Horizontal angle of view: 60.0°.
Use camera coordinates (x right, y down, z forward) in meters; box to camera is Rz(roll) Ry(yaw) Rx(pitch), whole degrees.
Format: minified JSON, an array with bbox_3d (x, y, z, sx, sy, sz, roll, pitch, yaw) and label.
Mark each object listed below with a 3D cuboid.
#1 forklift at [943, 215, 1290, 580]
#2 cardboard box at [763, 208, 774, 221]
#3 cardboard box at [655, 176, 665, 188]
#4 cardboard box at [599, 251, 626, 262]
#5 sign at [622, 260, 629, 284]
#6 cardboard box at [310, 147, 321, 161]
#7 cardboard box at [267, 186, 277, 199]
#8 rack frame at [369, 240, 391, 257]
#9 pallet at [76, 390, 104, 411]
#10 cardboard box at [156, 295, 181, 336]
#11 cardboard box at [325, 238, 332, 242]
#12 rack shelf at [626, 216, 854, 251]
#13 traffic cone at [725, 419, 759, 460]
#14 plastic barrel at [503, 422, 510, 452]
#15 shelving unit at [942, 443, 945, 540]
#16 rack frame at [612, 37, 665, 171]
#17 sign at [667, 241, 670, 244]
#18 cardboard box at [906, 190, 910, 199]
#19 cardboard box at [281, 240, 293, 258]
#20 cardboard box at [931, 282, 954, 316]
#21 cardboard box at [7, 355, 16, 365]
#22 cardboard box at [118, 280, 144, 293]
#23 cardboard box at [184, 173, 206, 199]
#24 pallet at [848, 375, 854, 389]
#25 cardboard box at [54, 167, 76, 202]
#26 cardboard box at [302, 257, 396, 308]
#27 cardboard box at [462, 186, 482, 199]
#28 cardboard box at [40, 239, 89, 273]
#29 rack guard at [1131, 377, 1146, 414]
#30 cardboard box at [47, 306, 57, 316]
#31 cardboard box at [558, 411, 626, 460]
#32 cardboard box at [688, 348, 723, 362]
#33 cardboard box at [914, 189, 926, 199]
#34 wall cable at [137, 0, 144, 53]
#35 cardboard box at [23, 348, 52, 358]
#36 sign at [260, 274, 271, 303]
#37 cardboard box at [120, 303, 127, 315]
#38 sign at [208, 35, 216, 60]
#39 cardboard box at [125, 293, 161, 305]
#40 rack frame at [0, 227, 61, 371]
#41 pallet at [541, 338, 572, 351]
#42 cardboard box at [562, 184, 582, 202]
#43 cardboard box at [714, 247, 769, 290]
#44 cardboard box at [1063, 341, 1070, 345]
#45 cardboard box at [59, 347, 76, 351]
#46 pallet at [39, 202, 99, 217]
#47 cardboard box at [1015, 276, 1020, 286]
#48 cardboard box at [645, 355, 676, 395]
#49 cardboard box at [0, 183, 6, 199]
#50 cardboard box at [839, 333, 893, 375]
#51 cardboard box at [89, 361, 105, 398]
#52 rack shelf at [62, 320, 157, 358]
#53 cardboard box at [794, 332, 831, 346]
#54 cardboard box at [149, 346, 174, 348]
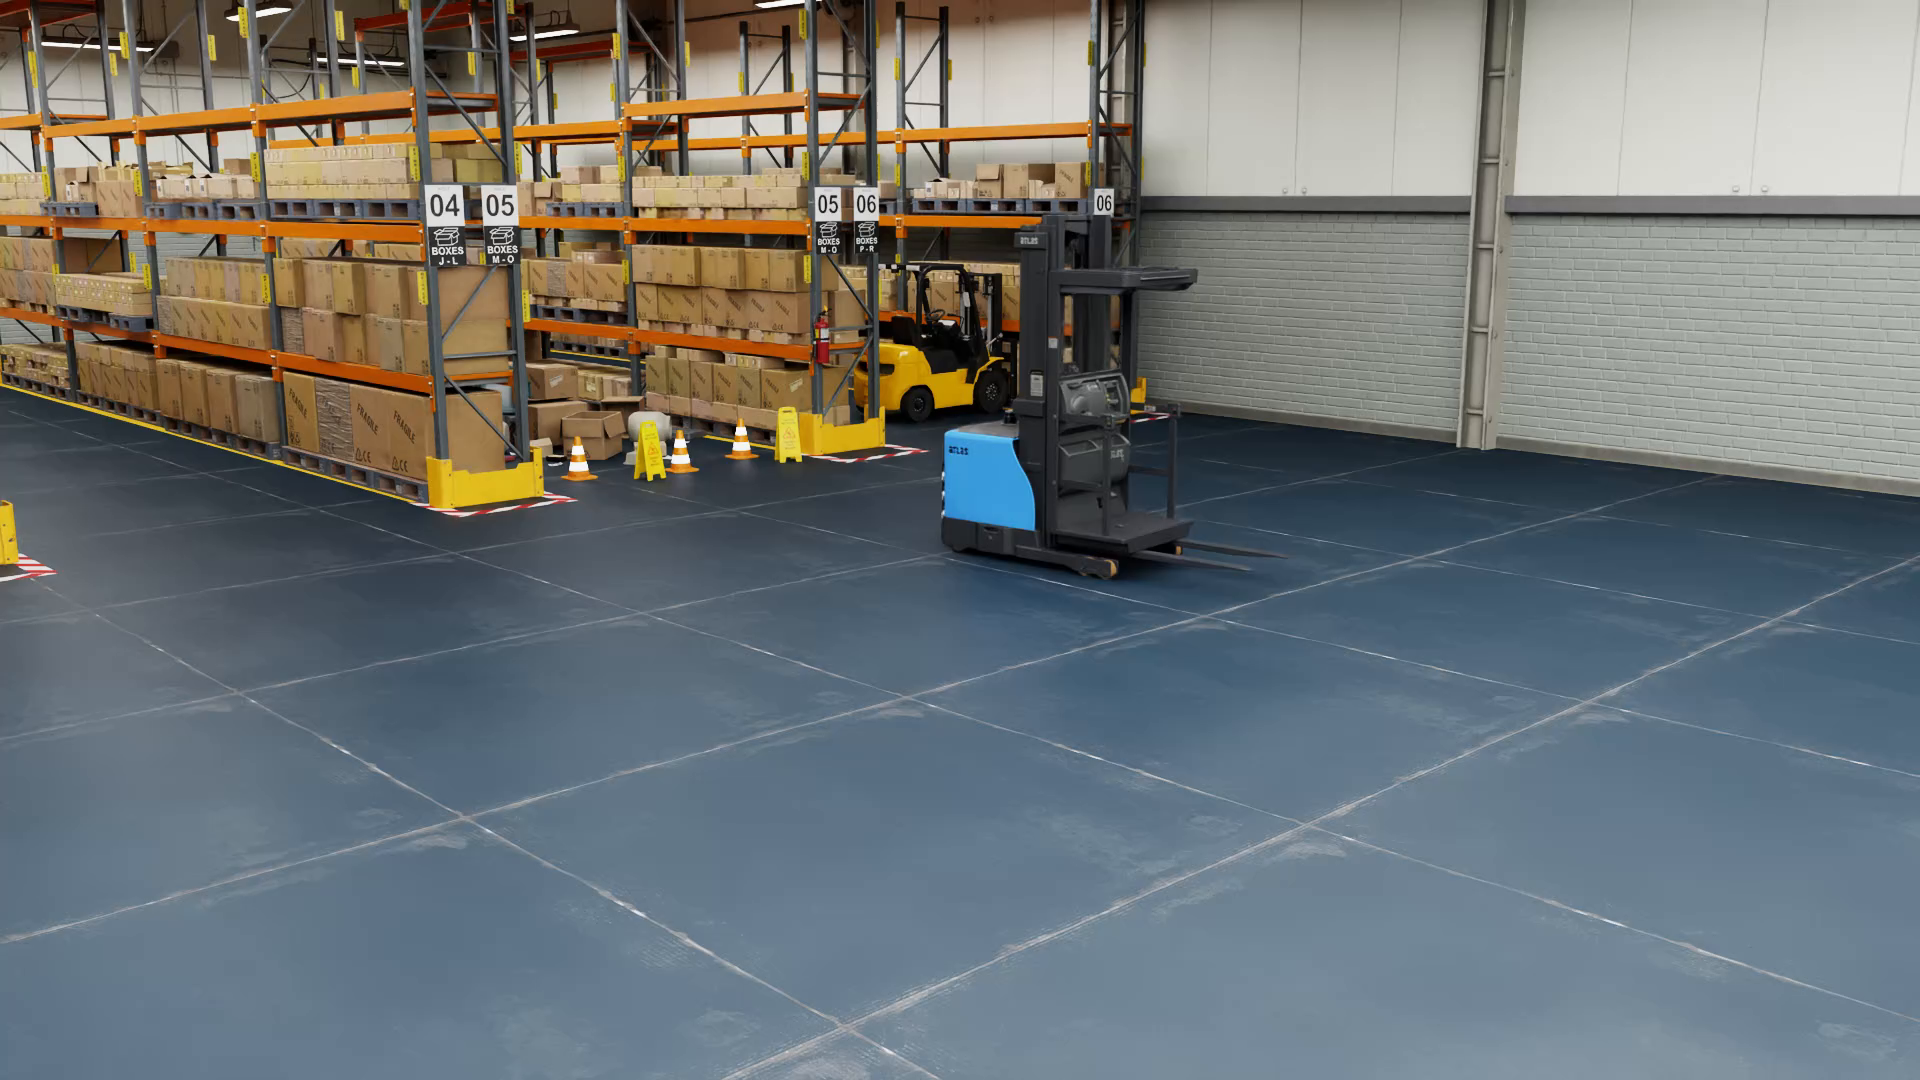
[{"bbox_3d":[1.304,-1.230,13.955,3.031,2.935,1.130,9,15,39],"label":"forklift"},{"bbox_3d":[-2.211,-4.026,20.545,0.380,0.149,0.250,-10,15,-41],"label":"cardboard box"},{"bbox_3d":[-3.812,-4.746,22.067,0.250,0.149,0.380,11,16,43],"label":"cardboard box"},{"bbox_3d":[-5.064,-4.155,24.351,0.380,0.149,0.250,-10,15,-39],"label":"cardboard box"},{"bbox_3d":[-4.569,-3.664,22.732,0.100,0.325,0.005,-11,16,-43],"label":"sign"},{"bbox_3d":[-6.795,-4.176,18.008,0.380,0.149,0.250,-11,16,-43],"label":"cardboard box"},{"bbox_3d":[-7.675,-3.971,18.989,0.380,0.149,0.250,-11,16,-43],"label":"cardboard box"},{"bbox_3d":[-9.695,-4.342,28.893,1.000,3.000,0.127,-11,16,-43],"label":"rack frame"},{"bbox_3d":[-12.667,-2.159,25.205,1.003,0.211,1.213,-11,16,-43],"label":"pallet"},{"bbox_3d":[-10.328,-3.000,22.130,0.500,0.500,0.500,-11,16,-42],"label":"cardboard box"},{"bbox_3d":[-11.156,-5.429,29.832,0.380,0.149,0.250,-11,16,-43],"label":"cardboard box"},{"bbox_3d":[-2.789,-4.000,21.580,1.077,0.370,4.000,-11,16,-43],"label":"rack shelf"},{"bbox_3d":[-2.638,-1.232,20.081,0.336,0.463,0.334,-11,16,-43],"label":"traffic cone"},{"bbox_3d":[-5.788,-1.257,20.301,0.512,0.421,0.421,-1,12,-4],"label":"plastic barrel"},{"bbox_3d":[-0.006,-0.442,15.165,0.258,0.900,0.210,-11,16,-43],"label":"shelving unit"},{"bbox_3d":[-6.108,-7.973,31.648,1.000,3.000,0.127,-11,16,-43],"label":"rack frame"},{"bbox_3d":[-5.709,-5.680,32.514,0.100,0.325,0.005,-11,16,-43],"label":"sign"},{"bbox_3d":[-1.027,-5.619,26.991,0.380,0.149,0.250,-11,16,-43],"label":"cardboard box"},{"bbox_3d":[-12.332,-5.355,31.083,0.500,0.500,0.500,-11,16,-44],"label":"cardboard box"},{"bbox_3d":[-0.094,-3.741,25.728,0.500,0.500,0.500,-11,16,-42],"label":"cardboard box"},{"bbox_3d":[-15.643,-3.017,27.746,0.380,0.149,0.250,-11,16,-43],"label":"cardboard box"},{"bbox_3d":[-11.285,-3.473,22.780,0.380,0.149,0.250,-11,16,-43],"label":"cardboard box"},{"bbox_3d":[-9.402,-4.450,20.914,0.500,0.311,0.500,-11,16,-44],"label":"cardboard box"},{"bbox_3d":[-1.120,-2.603,27.363,1.003,0.211,1.213,-11,16,-43],"label":"pallet"},{"bbox_3d":[-13.023,-5.291,24.776,0.700,0.500,0.500,-11,16,-42],"label":"cardboard box"},{"bbox_3d":[-6.987,-2.950,19.087,0.875,0.550,0.550,-11,16,-43],"label":"cardboard box"},{"bbox_3d":[-4.923,-3.582,17.103,0.380,0.149,0.250,-11,16,-42],"label":"cardboard box"},{"bbox_3d":[-13.726,-4.353,25.483,0.500,0.500,0.500,11,16,43],"label":"cardboard box"},{"bbox_3d":[2.196,-2.056,23.988,1.175,0.500,0.348,-11,16,-43],"label":"rack guard"},{"bbox_3d":[-13.829,-3.546,25.652,0.250,0.149,0.380,11,16,44],"label":"cardboard box"},{"bbox_3d":[-4.452,-1.272,20.177,0.637,0.503,0.797,1,12,6],"label":"cardboard box"},{"bbox_3d":[-3.371,-2.455,22.039,0.380,0.149,0.250,-10,15,-39],"label":"cardboard box"},{"bbox_3d":[-0.493,-5.360,25.733,0.380,0.149,0.250,-10,16,-41],"label":"cardboard box"},{"bbox_3d":[-17.707,-11.378,33.306,2.355,3.000,0.029,-11,16,-43],"label":"wall cable"},{"bbox_3d":[-15.077,-3.054,27.190,0.380,0.149,0.250,-10,15,-40],"label":"cardboard box"},{"bbox_3d":[-8.066,-2.922,19.324,0.100,0.325,0.005,-11,16,-43],"label":"sign"},{"bbox_3d":[-11.286,-3.181,22.839,0.380,0.149,0.250,-11,16,-43],"label":"cardboard box"},{"bbox_3d":[-10.044,-6.605,22.303,0.100,0.325,0.005,-11,16,-43],"label":"sign"},{"bbox_3d":[-11.113,-3.291,22.635,0.380,0.149,0.250,-10,16,-41],"label":"cardboard box"},{"bbox_3d":[-15.968,-4.222,28.307,1.000,3.000,0.127,-11,16,-43],"label":"rack frame"},{"bbox_3d":[-8.266,-4.125,34.750,1.003,0.211,1.213,-11,16,-43],"label":"pallet"},{"bbox_3d":[-5.376,-4.990,23.936,0.500,0.250,0.500,-11,16,-42],"label":"cardboard box"},{"bbox_3d":[-2.689,-3.455,21.121,0.700,0.500,0.500,-11,16,-43],"label":"cardboard box"},{"bbox_3d":[1.637,-2.801,24.707,0.500,0.250,0.500,-11,16,-42],"label":"cardboard box"},{"bbox_3d":[-14.556,-3.084,27.334,0.250,0.149,0.380,11,16,43],"label":"cardboard box"},{"bbox_3d":[-12.856,-4.910,24.681,1.213,0.211,1.003,-11,16,-43],"label":"pallet"},{"bbox_3d":[1.023,-3.811,24.460,0.250,0.149,0.380,11,16,43],"label":"cardboard box"},{"bbox_3d":[-3.958,-2.277,22.785,0.500,0.500,0.500,-10,15,-40],"label":"cardboard box"},{"bbox_3d":[-15.151,-5.610,26.747,0.500,0.250,0.500,-11,16,-42],"label":"cardboard box"},{"bbox_3d":[-1.482,-3.099,27.701,0.875,0.625,0.625,-11,16,-43],"label":"cardboard box"},{"bbox_3d":[-12.520,-2.397,24.607,0.500,0.500,0.500,-10,15,-40],"label":"cardboard box"},{"bbox_3d":[-11.824,-2.994,24.130,1.077,0.370,4.000,-11,16,-43],"label":"rack shelf"},{"bbox_3d":[-1.821,-2.493,20.538,0.380,0.149,0.250,-10,15,-41],"label":"cardboard box"},{"bbox_3d":[-11.427,-2.685,24.145,0.500,0.250,0.500,-11,16,-42],"label":"cardboard box"}]
